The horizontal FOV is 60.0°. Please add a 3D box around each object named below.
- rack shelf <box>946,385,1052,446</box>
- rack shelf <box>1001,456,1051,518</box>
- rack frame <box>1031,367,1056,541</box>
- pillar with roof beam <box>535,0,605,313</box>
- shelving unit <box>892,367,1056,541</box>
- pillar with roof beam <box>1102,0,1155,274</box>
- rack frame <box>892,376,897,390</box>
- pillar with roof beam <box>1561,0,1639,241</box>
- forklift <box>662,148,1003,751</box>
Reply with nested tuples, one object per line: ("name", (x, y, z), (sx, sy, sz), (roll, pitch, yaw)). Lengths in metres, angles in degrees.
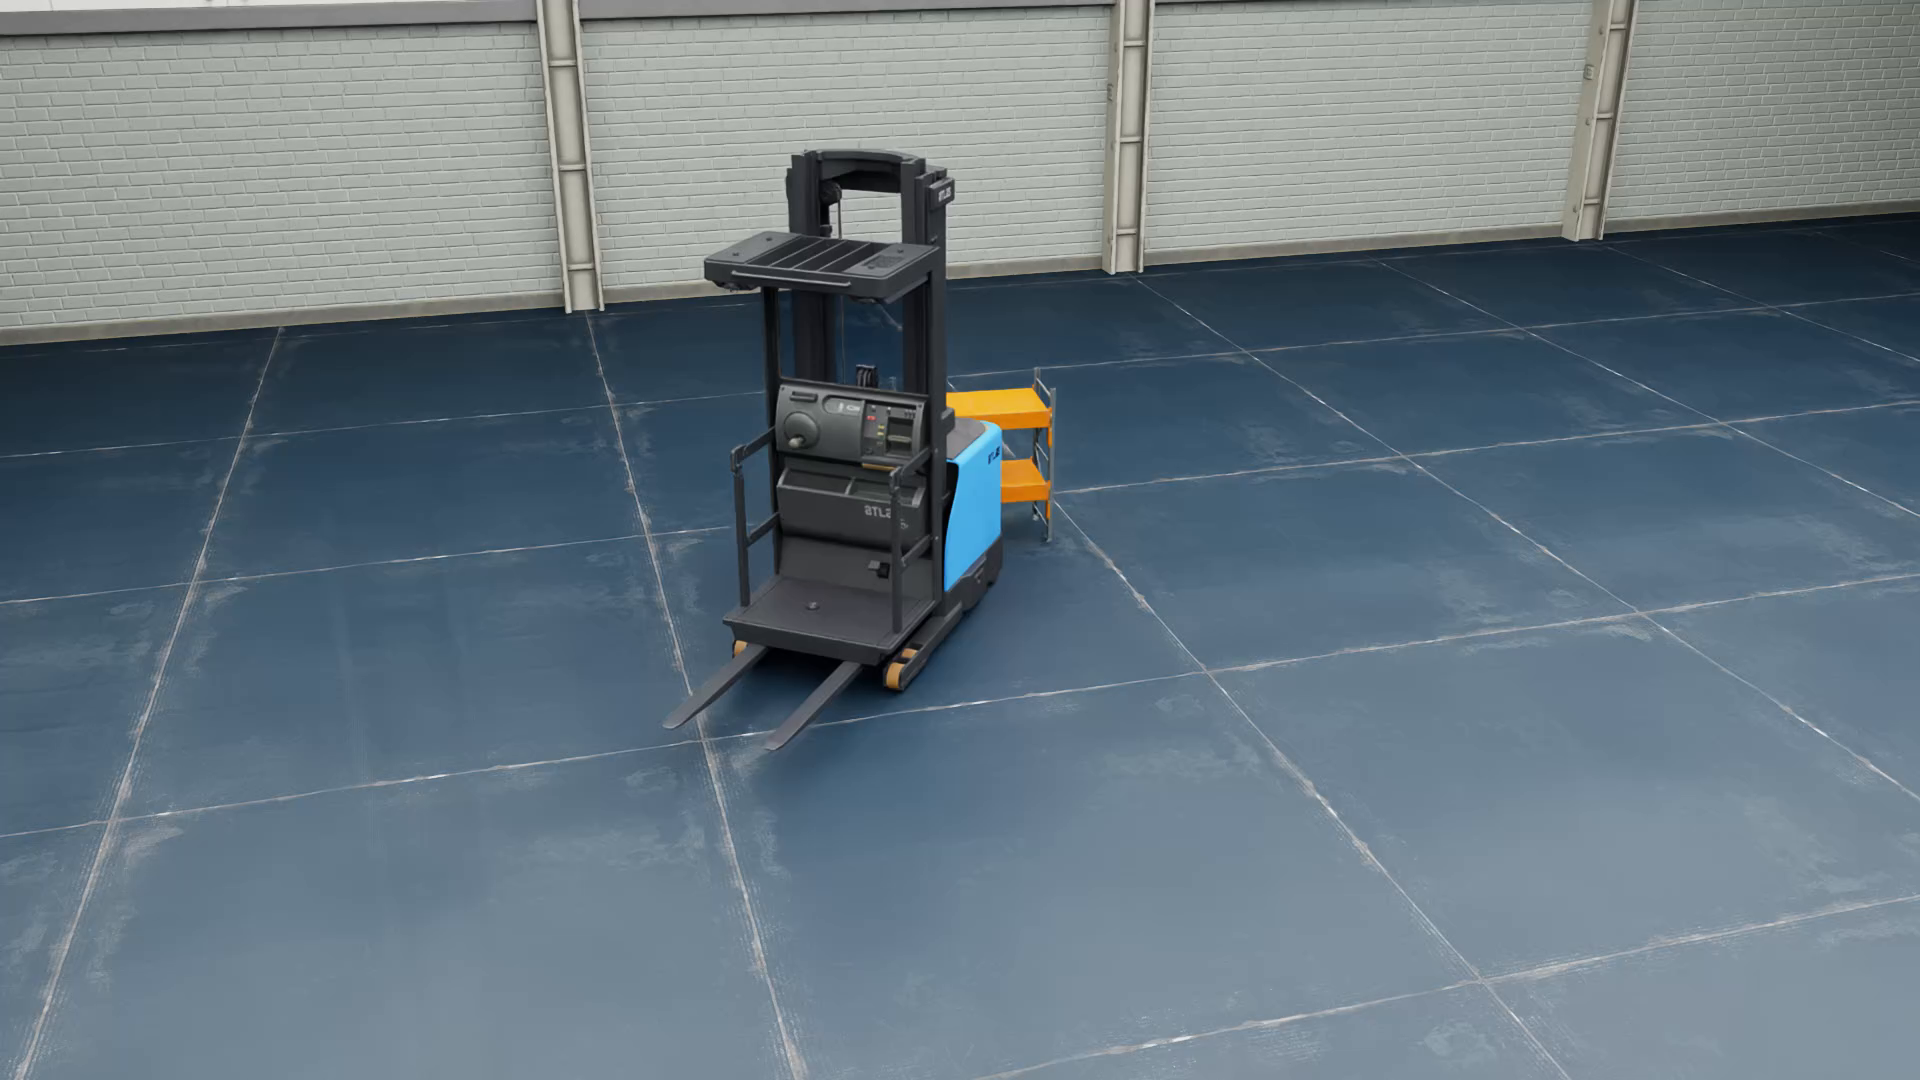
("rack shelf", (0.089, -0.835, 11.528), (1.000, 0.278, 0.538), (-4, 24, -10))
("rack shelf", (0.089, -0.342, 11.740), (1.000, 0.278, 0.538), (-4, 24, -10))
("rack frame", (0.587, -0.605, 11.734), (0.032, 1.125, 0.500), (-4, 24, -10))
("pillar with roof beam", (-2.771, -4.932, 11.831), (0.400, 9.000, 9.100), (-6, 24, -14))
("shelving unit", (0.089, -0.566, 11.644), (1.048, 1.125, 0.538), (-4, 24, -10))
("pillar with roof beam", (3.006, -5.571, 13.321), (0.400, 9.000, 9.100), (-6, 24, -14))
("rack frame", (-0.410, -0.528, 11.553), (0.032, 1.125, 0.500), (-4, 24, -10))
("pillar with roof beam", (8.783, -6.210, 14.810), (0.400, 9.000, 9.100), (-6, 24, -14))
("forklift", (-0.724, -0.652, 9.552), (1.130, 2.935, 3.031), (9, 25, 20))
